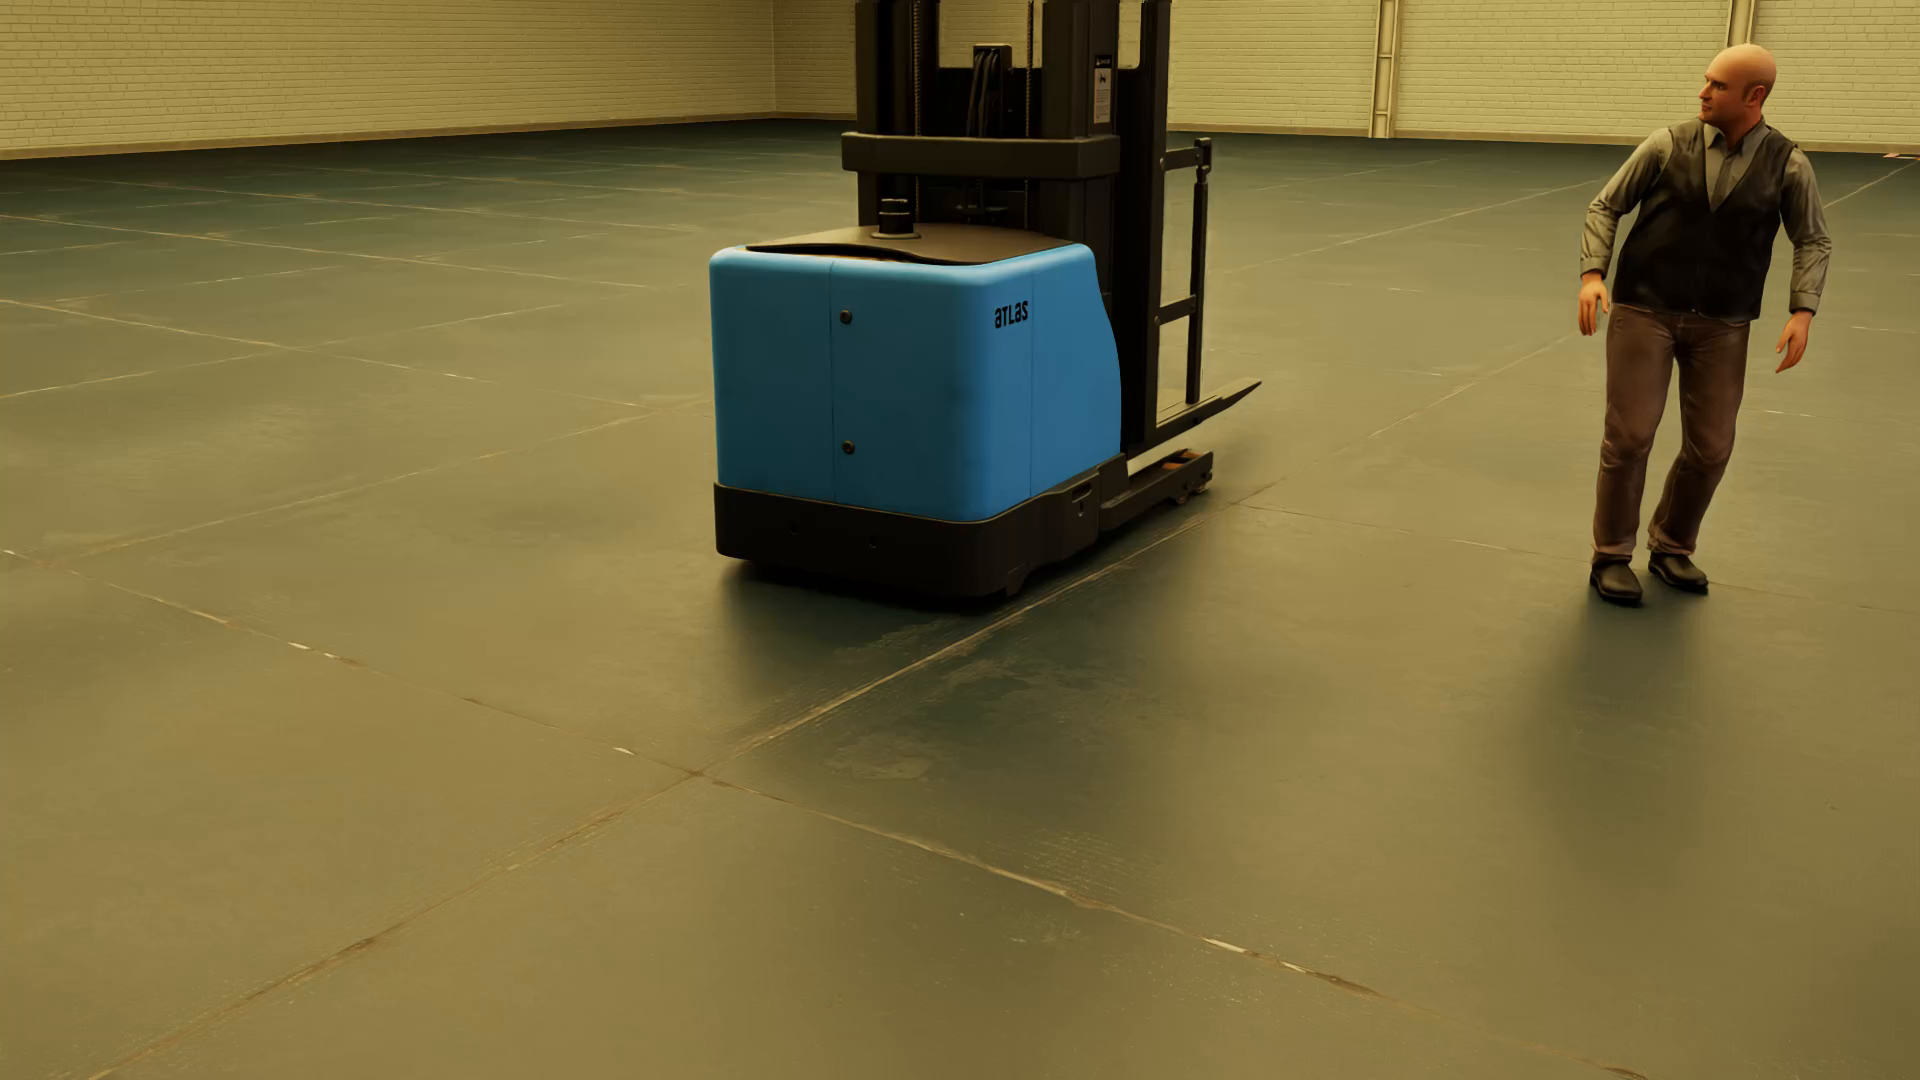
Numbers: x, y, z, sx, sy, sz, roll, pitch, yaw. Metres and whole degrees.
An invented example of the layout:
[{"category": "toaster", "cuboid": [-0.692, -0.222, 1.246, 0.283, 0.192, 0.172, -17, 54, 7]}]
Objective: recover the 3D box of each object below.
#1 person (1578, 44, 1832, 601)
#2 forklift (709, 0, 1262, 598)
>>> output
[{"category": "person", "cuboid": [2.314, -0.662, 5.197, 0.731, 1.704, 0.513, 3, 17, 11]}, {"category": "forklift", "cuboid": [0.346, -1.597, 6.173, 1.130, 2.935, 3.031, 9, 19, 28]}]
